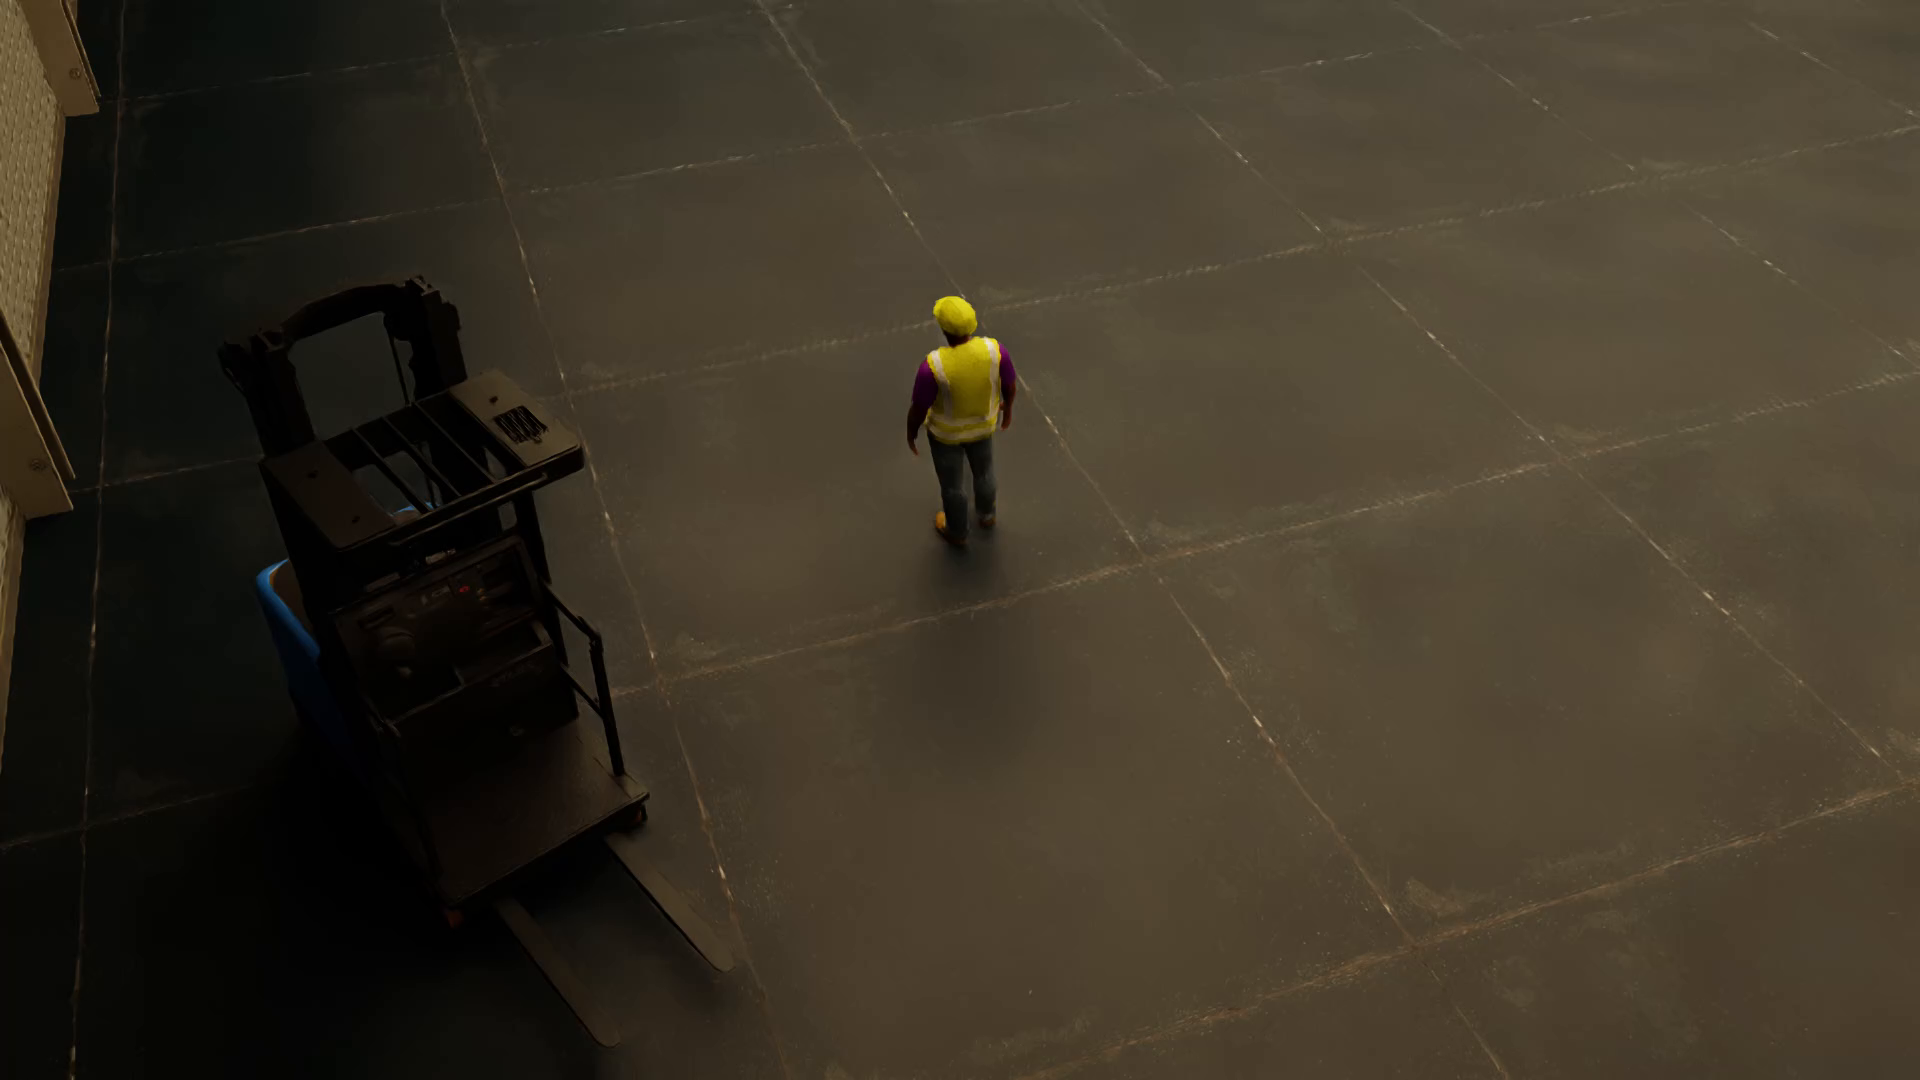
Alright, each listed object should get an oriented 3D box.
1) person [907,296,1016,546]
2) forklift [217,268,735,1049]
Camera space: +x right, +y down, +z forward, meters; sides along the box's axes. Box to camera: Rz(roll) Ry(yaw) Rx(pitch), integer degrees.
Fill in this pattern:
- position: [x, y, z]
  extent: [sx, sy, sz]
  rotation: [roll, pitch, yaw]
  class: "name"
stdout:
- position: [-0.019, -0.725, 9.755]
  extent: [0.665, 1.766, 0.576]
  rotation: [-13, 42, -15]
  class: "person"
- position: [-2.256, 0.392, 7.530]
  extent: [1.130, 2.935, 3.031]
  rotation: [-28, 48, -30]
  class: "forklift"
